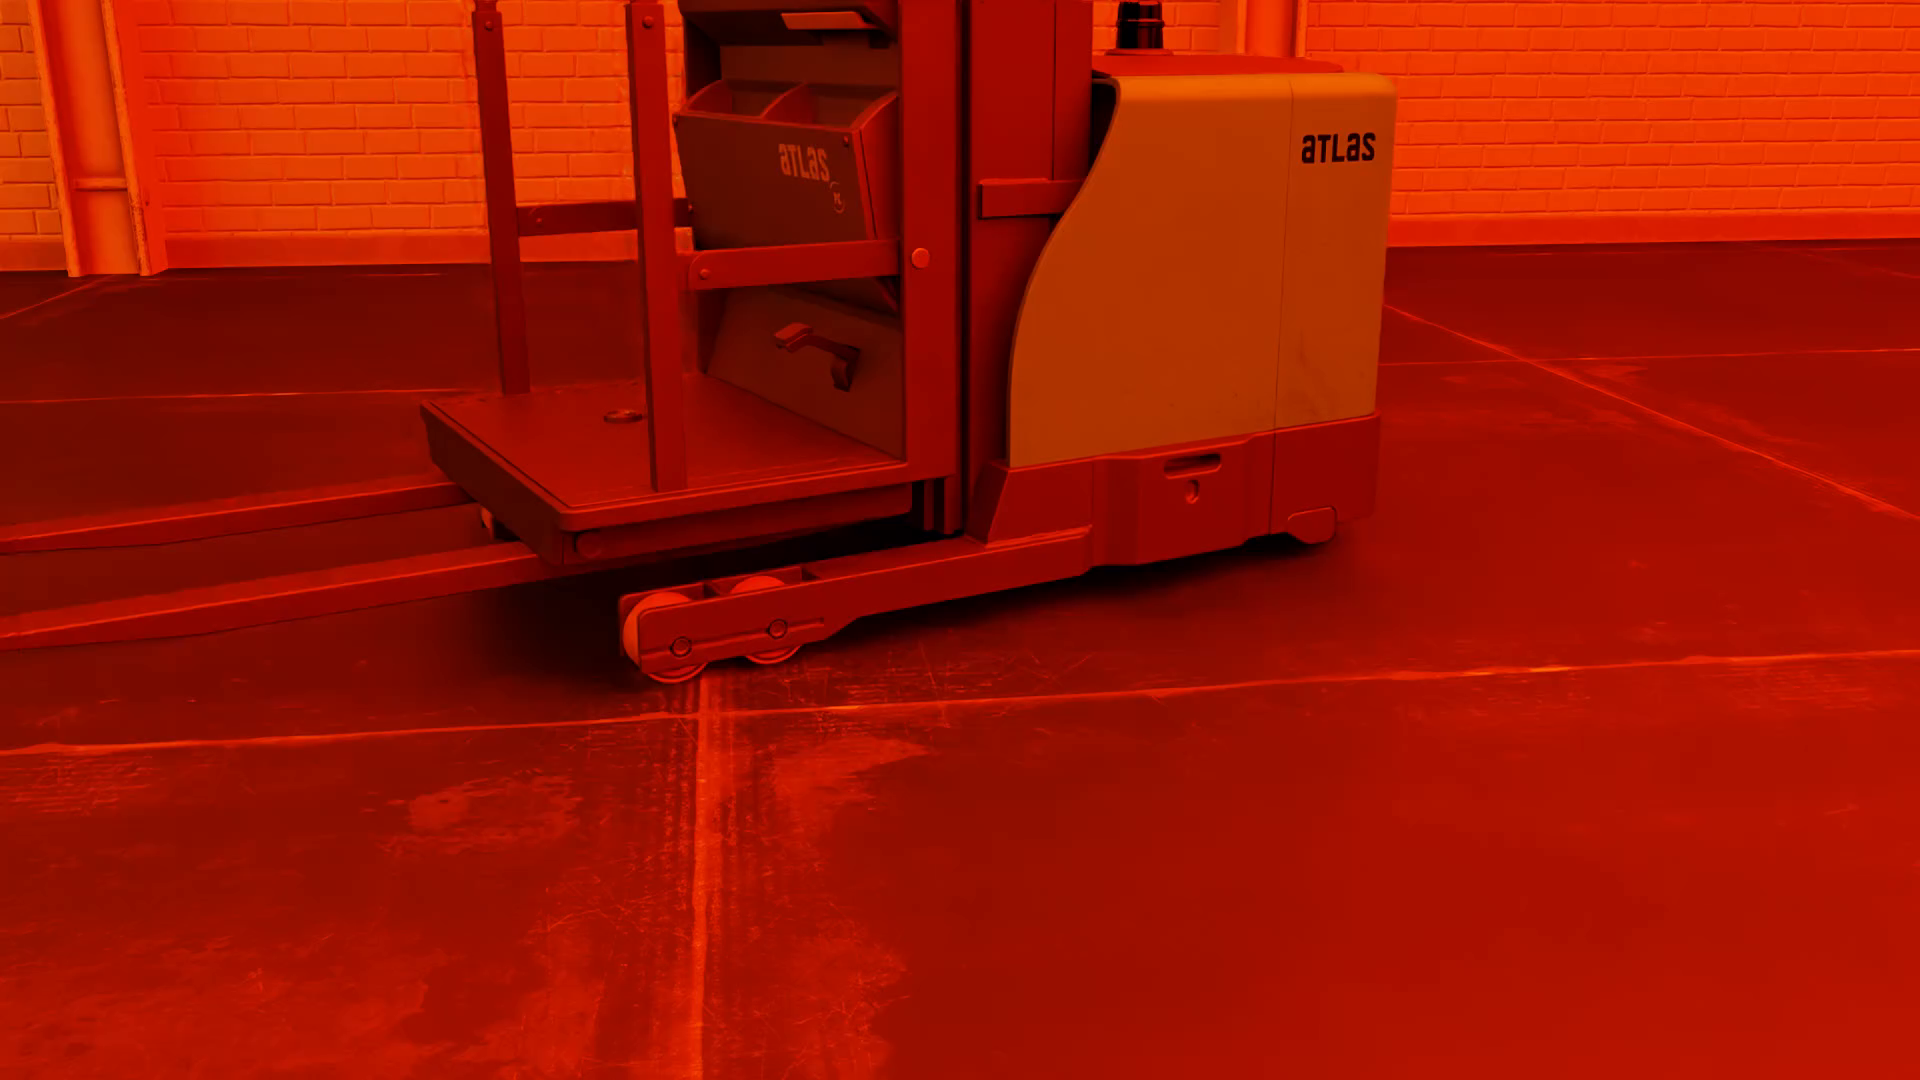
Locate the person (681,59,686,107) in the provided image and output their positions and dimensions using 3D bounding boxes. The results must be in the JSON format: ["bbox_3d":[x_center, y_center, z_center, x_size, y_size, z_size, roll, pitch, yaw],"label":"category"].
[{"bbox_3d":[-0.766,-1.334,5.647,0.360,1.587,0.583,-5,18,-17],"label":"person"}]

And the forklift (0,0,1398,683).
[{"bbox_3d":[-0.548,-1.312,3.239,3.031,2.935,1.130,-10,19,-29],"label":"forklift"}]
